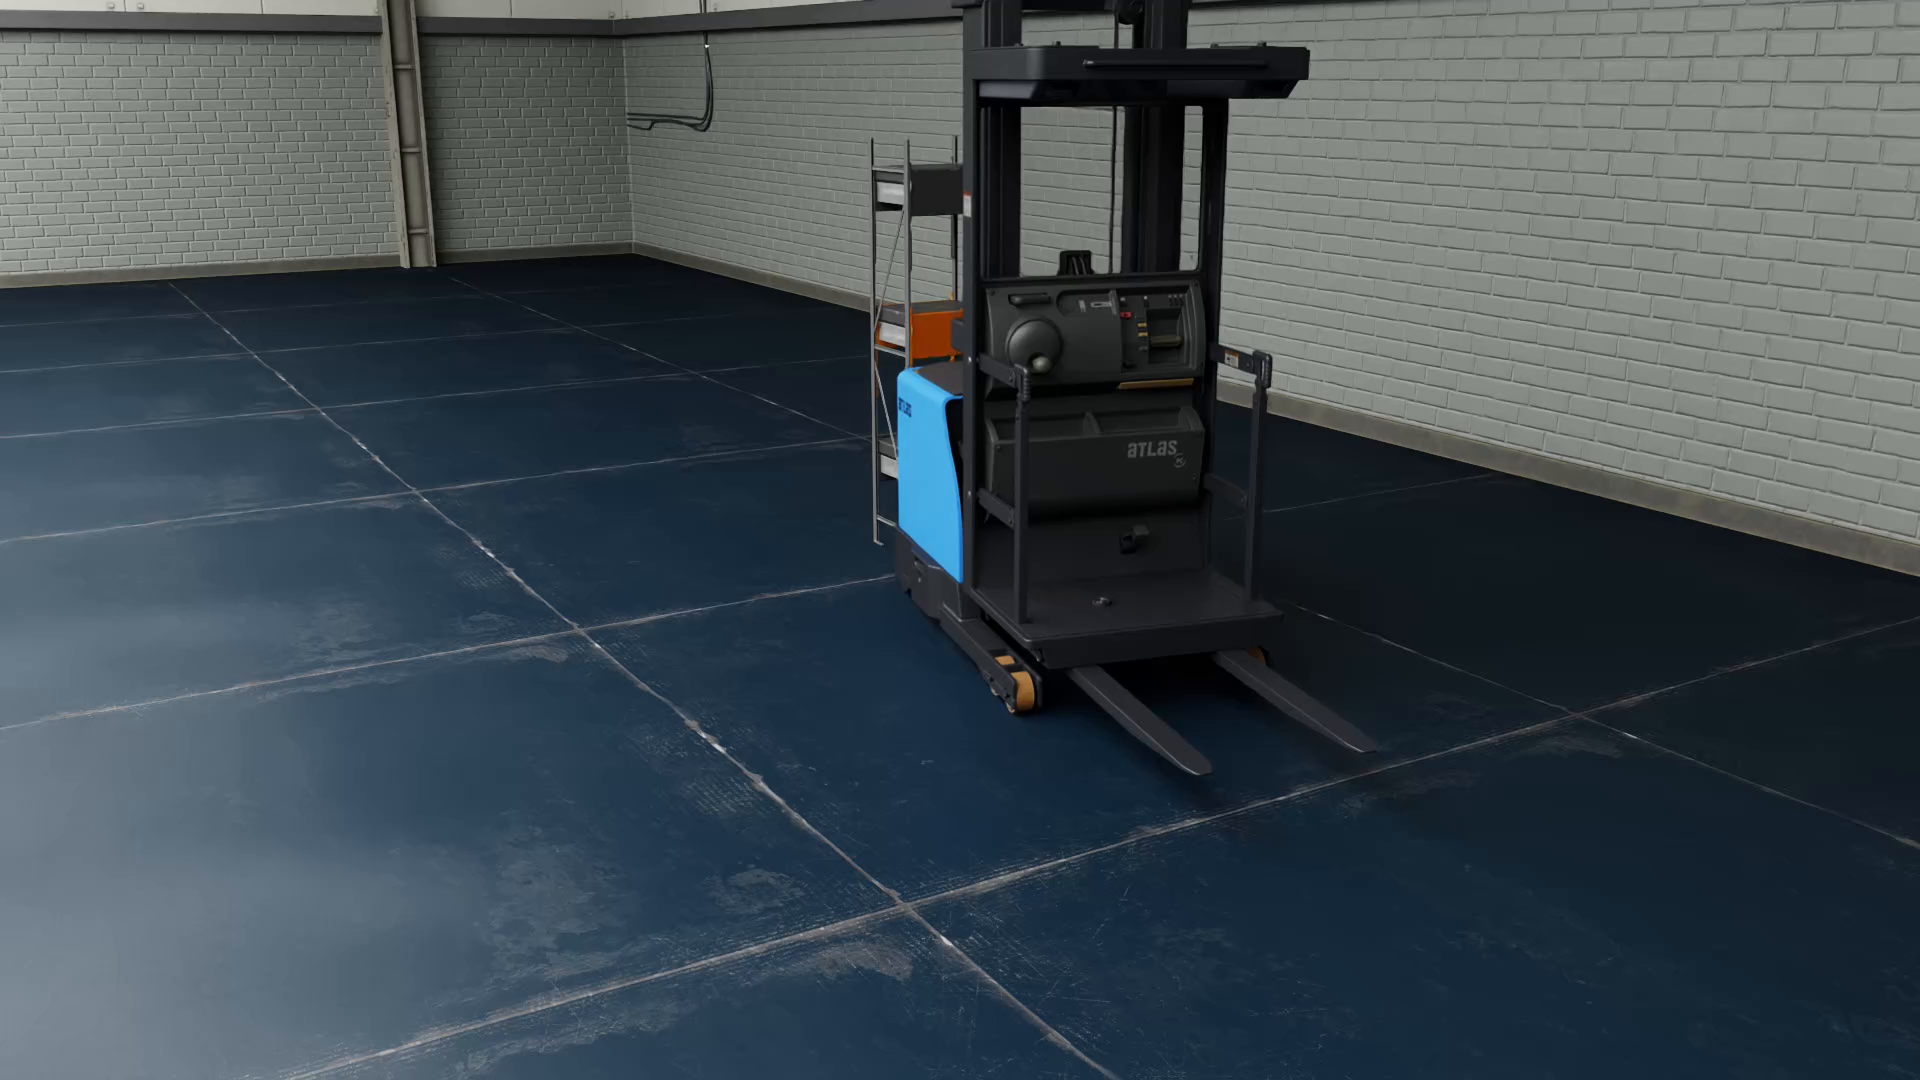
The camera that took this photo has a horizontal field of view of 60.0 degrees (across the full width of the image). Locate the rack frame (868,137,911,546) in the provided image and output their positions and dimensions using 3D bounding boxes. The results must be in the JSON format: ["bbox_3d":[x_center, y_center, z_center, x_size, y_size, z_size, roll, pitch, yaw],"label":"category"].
[{"bbox_3d":[-0.351,-0.954,8.423,0.015,2.100,0.400,-9,18,-30],"label":"rack frame"}]

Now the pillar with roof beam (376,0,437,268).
[{"bbox_3d":[-4.813,-6.894,16.831,0.400,9.000,9.100,-9,18,-30],"label":"pillar with roof beam"}]

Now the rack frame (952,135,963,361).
[{"bbox_3d":[0.067,-1.022,8.665,0.015,2.100,0.400,-9,18,-30],"label":"rack frame"}]

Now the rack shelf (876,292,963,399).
[{"bbox_3d":[-0.142,-0.975,8.548,0.480,0.518,0.431,-9,18,-30],"label":"rack shelf"}]

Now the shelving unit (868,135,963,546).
[{"bbox_3d":[-0.142,-0.988,8.544,0.503,2.100,0.431,-9,18,-30],"label":"shelving unit"}]

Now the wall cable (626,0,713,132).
[{"bbox_3d":[-3.824,-6.498,21.173,0.112,2.526,3.097,-9,18,-30],"label":"wall cable"}]

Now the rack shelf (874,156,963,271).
[{"bbox_3d":[-0.142,-1.649,8.359,0.480,0.518,0.431,-9,18,-30],"label":"rack shelf"}]

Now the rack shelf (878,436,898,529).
[{"bbox_3d":[-0.142,-0.301,8.737,0.480,0.518,0.431,-9,18,-30],"label":"rack shelf"}]

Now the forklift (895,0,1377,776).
[{"bbox_3d":[0.622,-0.854,6.527,1.130,2.935,3.031,-5,16,-17],"label":"forklift"}]
